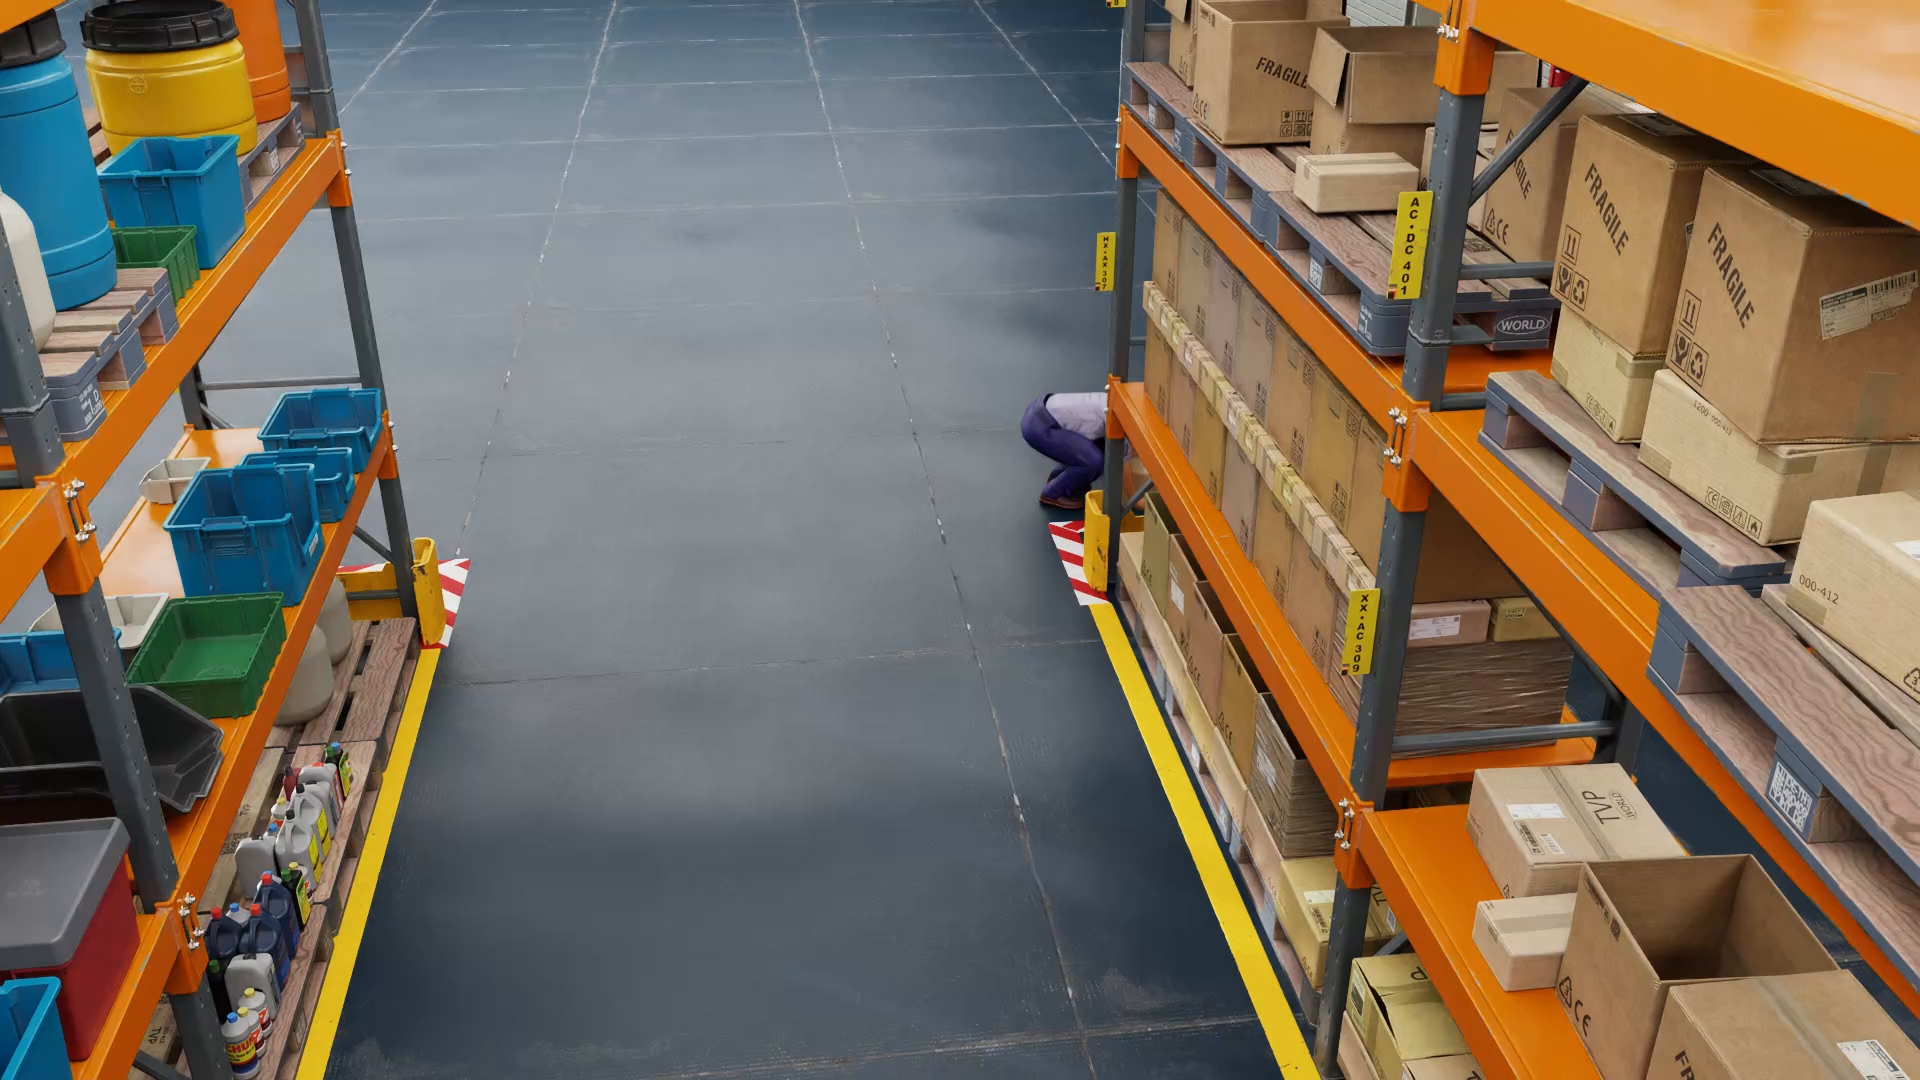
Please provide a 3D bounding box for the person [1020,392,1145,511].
[{"bbox_3d":[0.849,-0.589,10.796,0.901,0.743,0.511,5,28,10],"label":"person"}]
